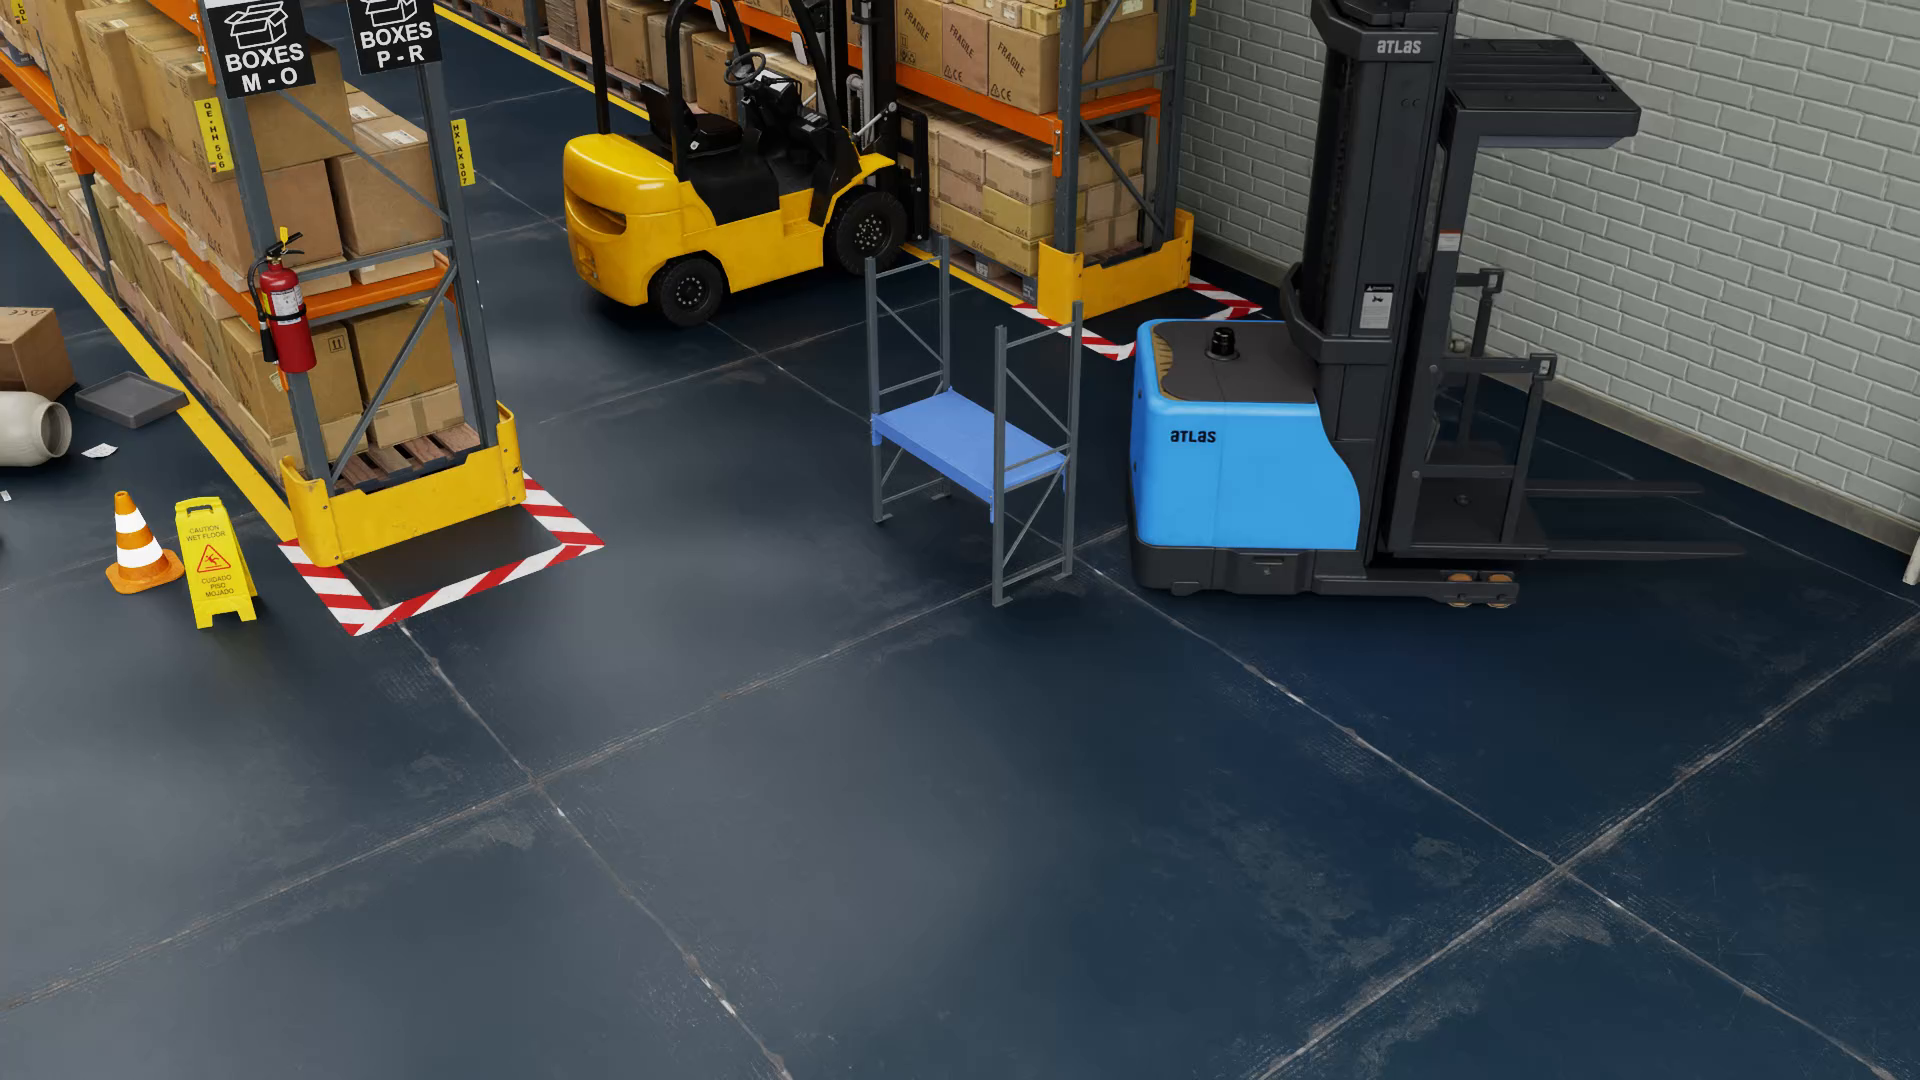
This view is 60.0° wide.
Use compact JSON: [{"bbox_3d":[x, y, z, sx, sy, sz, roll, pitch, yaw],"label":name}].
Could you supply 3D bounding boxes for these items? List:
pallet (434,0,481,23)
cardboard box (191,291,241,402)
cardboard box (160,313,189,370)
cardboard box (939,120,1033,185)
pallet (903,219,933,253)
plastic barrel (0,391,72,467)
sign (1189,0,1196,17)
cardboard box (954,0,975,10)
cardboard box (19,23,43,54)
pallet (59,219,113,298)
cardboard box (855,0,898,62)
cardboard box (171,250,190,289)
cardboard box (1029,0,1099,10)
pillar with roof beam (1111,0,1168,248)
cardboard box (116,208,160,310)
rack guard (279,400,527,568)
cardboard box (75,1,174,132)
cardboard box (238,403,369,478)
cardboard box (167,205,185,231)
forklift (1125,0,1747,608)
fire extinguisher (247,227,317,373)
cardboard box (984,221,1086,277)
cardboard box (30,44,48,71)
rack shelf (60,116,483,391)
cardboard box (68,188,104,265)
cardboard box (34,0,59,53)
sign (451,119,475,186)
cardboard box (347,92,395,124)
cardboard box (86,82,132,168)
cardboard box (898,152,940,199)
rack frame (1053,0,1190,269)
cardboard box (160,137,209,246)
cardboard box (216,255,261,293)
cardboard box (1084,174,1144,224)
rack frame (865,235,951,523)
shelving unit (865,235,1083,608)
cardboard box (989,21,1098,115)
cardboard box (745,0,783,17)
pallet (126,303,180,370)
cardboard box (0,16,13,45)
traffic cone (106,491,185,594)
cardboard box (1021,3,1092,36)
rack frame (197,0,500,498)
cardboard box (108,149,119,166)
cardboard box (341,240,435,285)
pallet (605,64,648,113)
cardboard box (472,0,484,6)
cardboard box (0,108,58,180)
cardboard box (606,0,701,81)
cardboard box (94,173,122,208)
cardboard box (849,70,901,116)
[{"bbox_3d":[-5.031,-5.936,18.108,1.003,0.211,1.213,-22,38,-31],"label":"pallet"},{"bbox_3d":[-3.892,-1.143,9.244,0.500,0.500,0.500,-21,37,-30],"label":"cardboard box"},{"bbox_3d":[-4.512,-1.253,10.132,0.500,0.250,0.500,-23,38,-32],"label":"cardboard box"},{"bbox_3d":[0.200,-2.692,11.502,0.500,0.250,0.500,-22,38,-31],"label":"cardboard box"},{"bbox_3d":[-0.199,-2.584,12.710,1.003,0.211,1.213,-22,38,-31],"label":"pallet"},{"bbox_3d":[-5.334,-0.624,9.354,0.512,0.421,0.421,1,32,2],"label":"plastic barrel"},{"bbox_3d":[1.489,-3.534,10.701,0.100,0.325,0.005,-22,38,-31],"label":"sign"},{"bbox_3d":[0.179,-3.659,11.089,0.380,0.149,0.250,-23,38,-32],"label":"cardboard box"},{"bbox_3d":[-5.789,-3.480,10.736,0.500,0.500,0.500,-23,39,-32],"label":"cardboard box"},{"bbox_3d":[-5.803,-2.154,12.019,1.003,0.211,1.213,-22,38,-31],"label":"pallet"},{"bbox_3d":[-0.404,-3.757,11.861,0.500,0.500,0.500,-22,38,-31],"label":"cardboard box"},{"bbox_3d":[-4.159,-1.549,9.284,0.380,0.149,0.250,-21,37,-29],"label":"cardboard box"},{"bbox_3d":[0.661,-3.481,10.520,0.380,0.149,0.250,-22,38,-31],"label":"cardboard box"},{"bbox_3d":[-2.069,-4.693,7.777,9.100,9.000,0.400,-22,38,-31],"label":"pillar with roof beam"},{"bbox_3d":[-4.838,-1.791,10.288,0.500,0.500,0.500,-21,37,-30],"label":"cardboard box"},{"bbox_3d":[-2.918,-0.318,8.788,1.175,0.500,0.348,-22,38,-31],"label":"rack guard"},{"bbox_3d":[-4.056,-2.476,8.570,0.700,0.500,0.500,-23,38,-32],"label":"cardboard box"},{"bbox_3d":[-3.595,-0.618,9.110,0.500,0.250,0.500,-22,38,-32],"label":"cardboard box"},{"bbox_3d":[-4.110,-1.838,9.105,0.380,0.149,0.250,-23,38,-32],"label":"cardboard box"},{"bbox_3d":[2.395,-1.195,7.896,3.031,2.935,1.130,1,32,2],"label":"forklift"},{"bbox_3d":[-3.165,-1.118,7.781,0.296,0.674,0.183,-22,38,-31],"label":"fire extinguisher"},{"bbox_3d":[0.509,-2.059,11.431,0.500,0.250,0.500,-22,38,-31],"label":"cardboard box"},{"bbox_3d":[-5.858,-3.212,10.918,0.380,0.149,0.250,-22,38,-31],"label":"cardboard box"},{"bbox_3d":[-4.098,-1.876,9.609,1.077,0.370,4.000,-22,38,-31],"label":"rack shelf"},{"bbox_3d":[-5.648,-2.295,11.694,0.950,0.372,0.625,-22,38,-31],"label":"cardboard box"},{"bbox_3d":[-4.930,-3.135,9.630,0.700,0.500,0.500,-22,38,-31],"label":"cardboard box"},{"bbox_3d":[-2.443,-1.891,8.131,0.100,0.325,0.005,-22,38,-31],"label":"sign"},{"bbox_3d":[-3.263,-2.019,8.781,0.500,0.500,0.500,-21,38,-30],"label":"cardboard box"},{"bbox_3d":[-4.651,-2.495,9.548,0.500,0.500,0.500,-23,38,-32],"label":"cardboard box"},{"bbox_3d":[-0.131,-2.701,11.989,0.500,0.250,0.500,-23,39,-32],"label":"cardboard box"},{"bbox_3d":[1.047,-2.955,10.665,1.000,3.000,0.127,-22,38,-31],"label":"rack frame"},{"bbox_3d":[-3.725,-1.864,8.531,0.500,0.500,0.500,-22,38,-31],"label":"cardboard box"},{"bbox_3d":[-3.513,-1.397,8.395,0.380,0.149,0.250,-23,38,-32],"label":"cardboard box"},{"bbox_3d":[0.923,-2.441,11.572,0.500,0.250,0.500,-21,38,-31],"label":"cardboard box"},{"bbox_3d":[-0.259,-0.813,8.638,0.500,1.500,0.032,-22,38,-31],"label":"rack frame"},{"bbox_3d":[0.052,-0.602,8.297,0.538,1.500,1.048,-22,38,-31],"label":"shelving unit"},{"bbox_3d":[0.538,-3.118,10.832,0.500,0.500,0.500,-23,39,-32],"label":"cardboard box"},{"bbox_3d":[-1.340,-4.395,12.889,0.500,0.500,0.500,-23,39,-33],"label":"cardboard box"},{"bbox_3d":[-4.885,-1.562,11.065,1.003,0.211,1.213,-22,38,-31],"label":"pallet"},{"bbox_3d":[-6.351,-3.528,11.428,0.380,0.149,0.250,-22,38,-31],"label":"cardboard box"},{"bbox_3d":[-4.154,-0.032,8.363,0.336,0.463,0.334,-22,38,-31],"label":"traffic cone"},{"bbox_3d":[0.613,-3.327,10.554,0.380,0.149,0.250,-22,38,-31],"label":"cardboard box"},{"bbox_3d":[-2.872,-1.348,8.077,1.000,3.000,0.127,-22,38,-31],"label":"rack frame"},{"bbox_3d":[-4.878,-2.369,9.960,0.380,0.149,0.250,-21,38,-30],"label":"cardboard box"},{"bbox_3d":[-2.916,-1.450,8.479,0.380,0.149,0.250,-22,38,-31],"label":"cardboard box"},{"bbox_3d":[-2.641,-4.241,15.378,1.003,0.211,1.213,-22,38,-31],"label":"pallet"},{"bbox_3d":[-4.909,-5.942,17.445,0.500,0.500,0.500,-20,37,-29],"label":"cardboard box"},{"bbox_3d":[-6.980,-3.200,13.153,0.950,0.372,0.625,-23,39,-32],"label":"cardboard box"},{"bbox_3d":[-2.667,-4.644,15.238,0.875,0.625,0.625,-24,39,-33],"label":"cardboard box"},{"bbox_3d":[-5.147,-2.215,10.355,0.380,0.149,0.250,-22,38,-31],"label":"cardboard box"},{"bbox_3d":[-0.737,-3.334,12.536,0.500,0.250,0.500,-21,37,-30],"label":"cardboard box"}]
